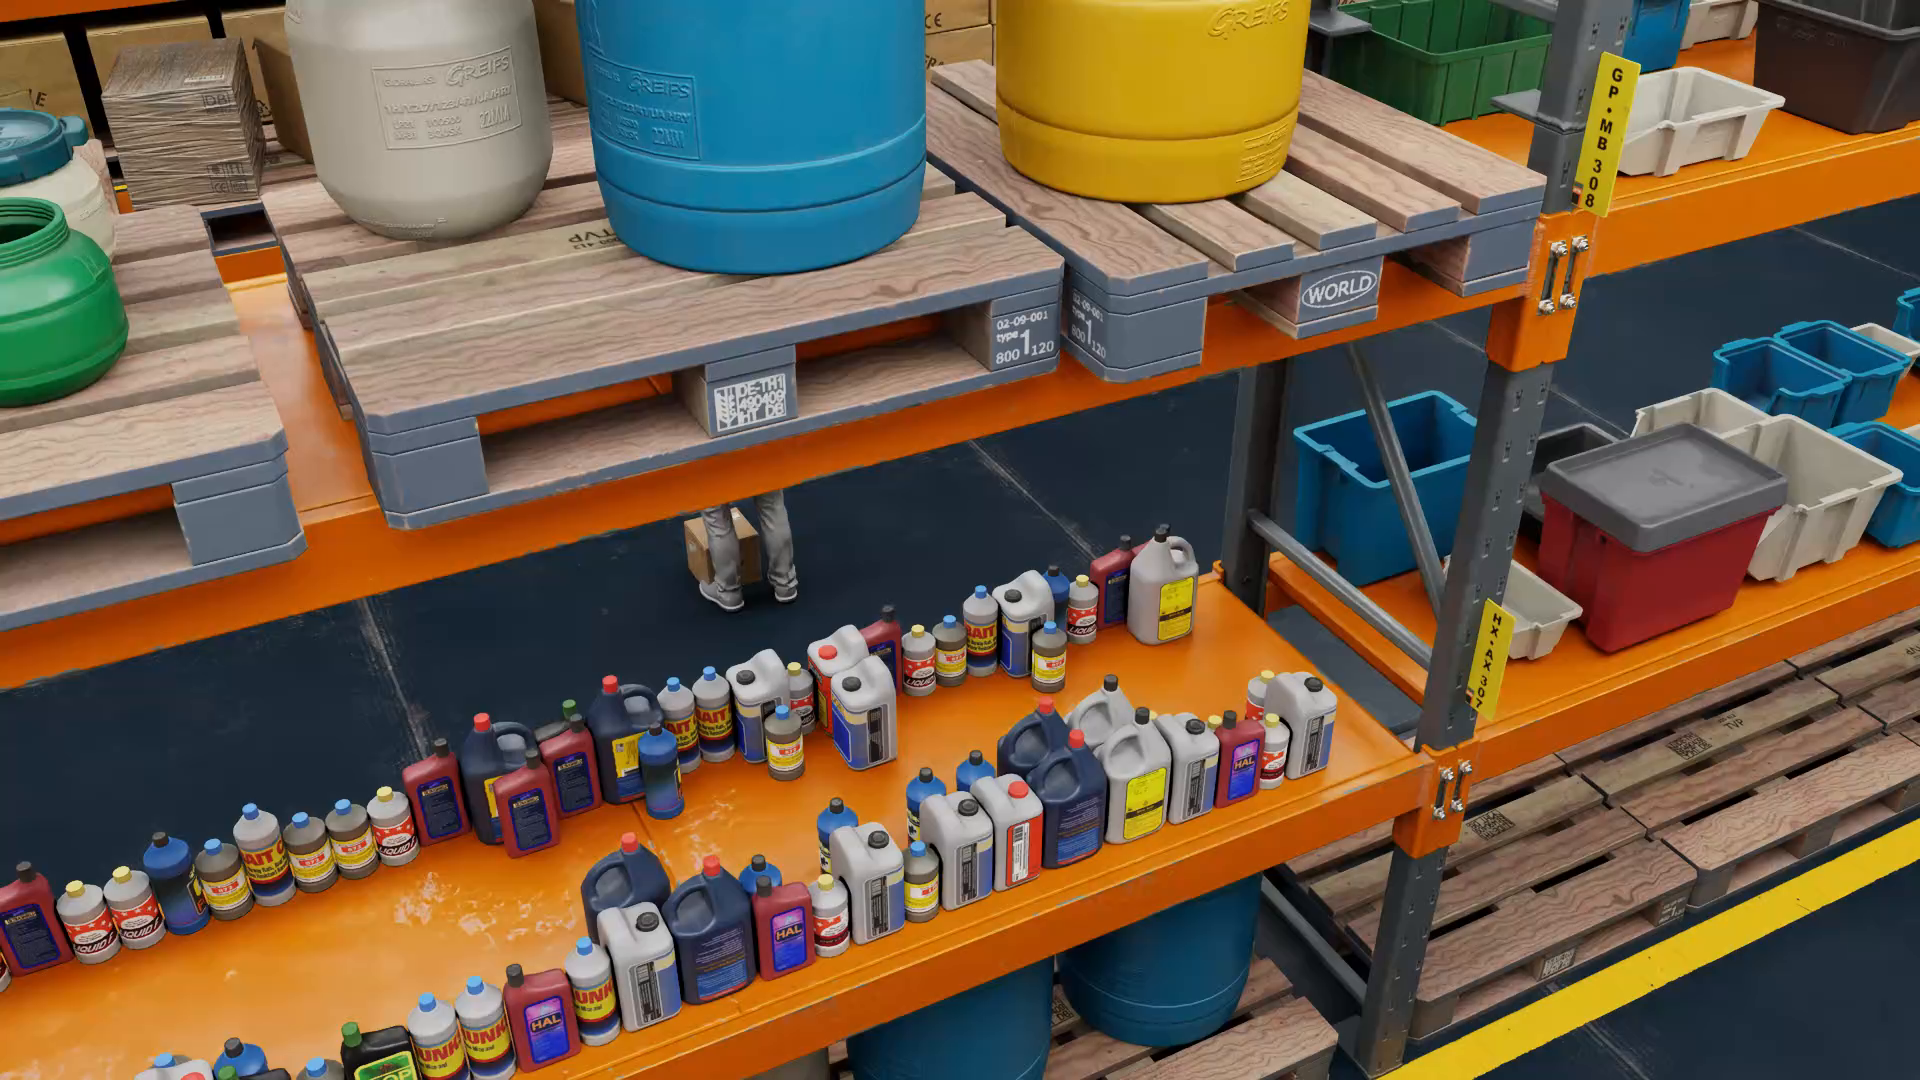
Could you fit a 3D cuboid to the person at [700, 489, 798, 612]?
[{"bbox_3d":[-0.930,-0.436,6.802,0.528,1.663,0.407,-16,36,-23],"label":"person"}]
